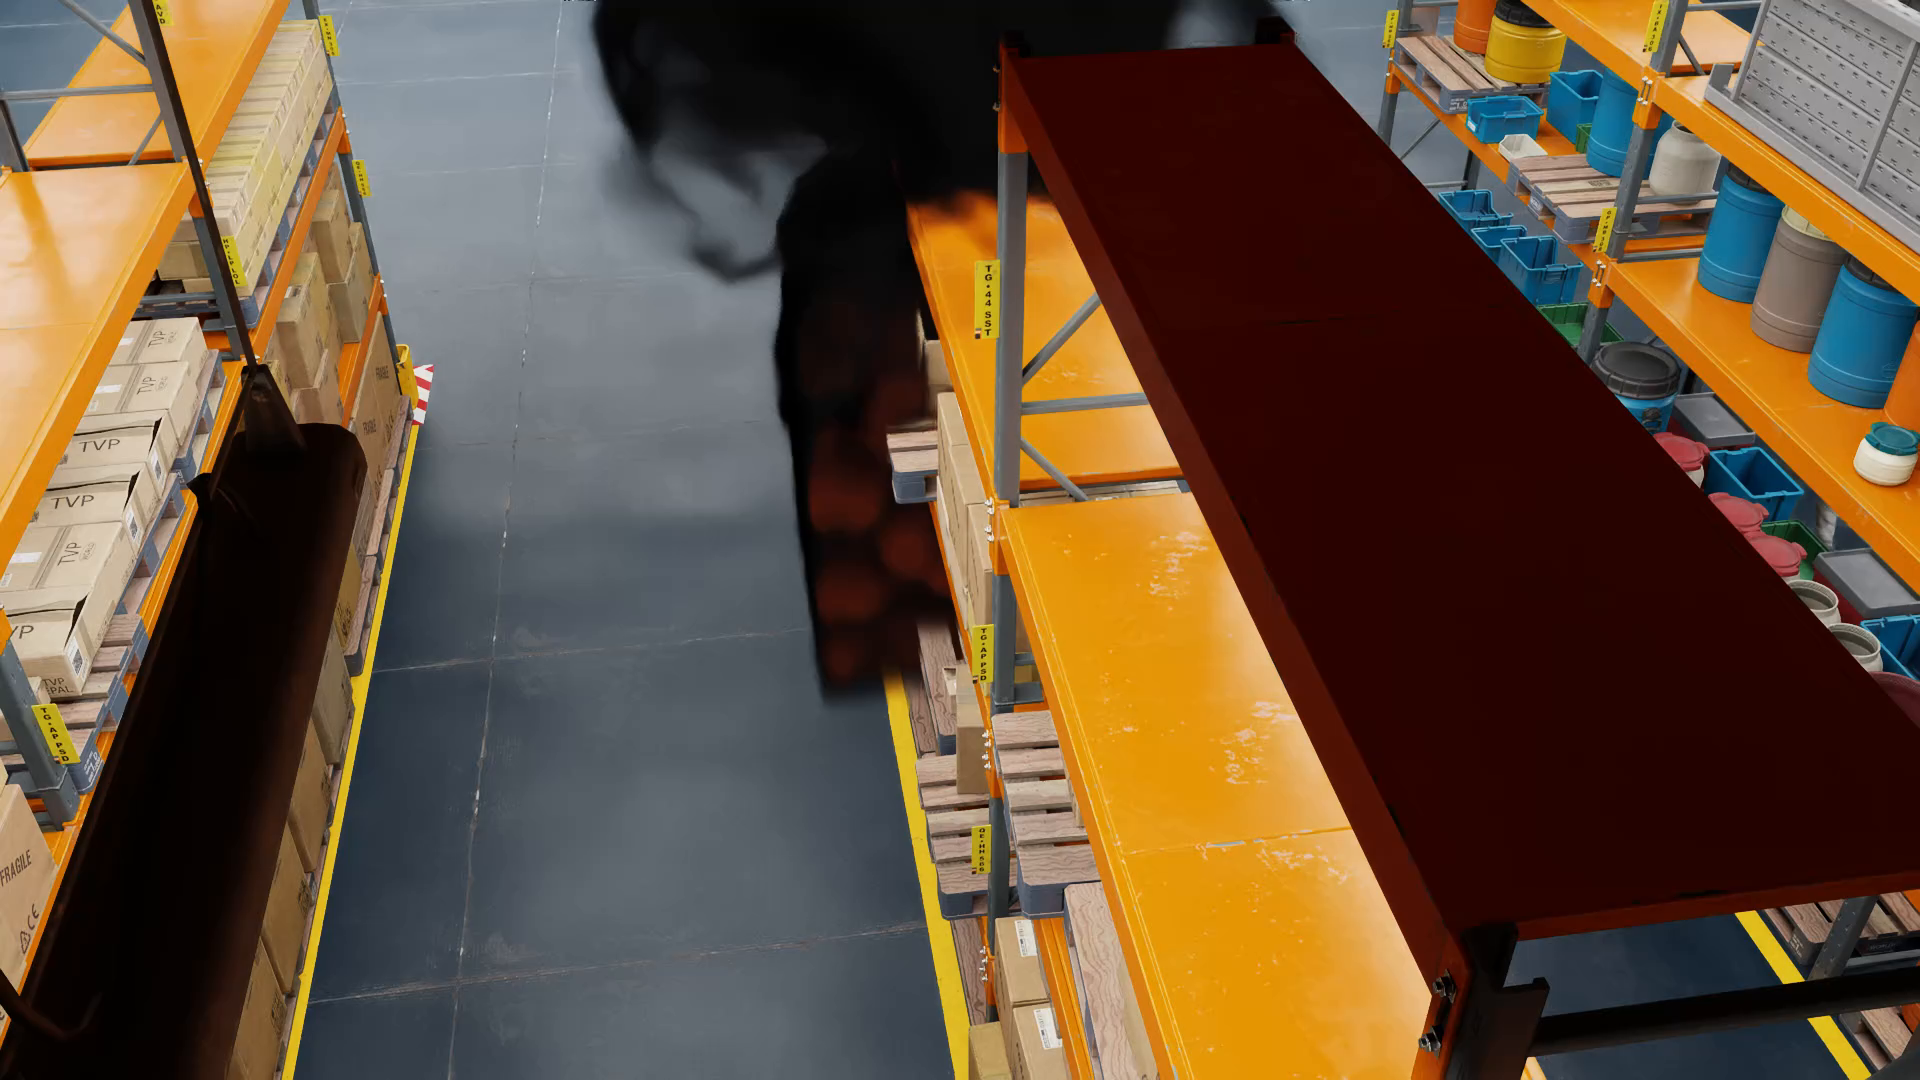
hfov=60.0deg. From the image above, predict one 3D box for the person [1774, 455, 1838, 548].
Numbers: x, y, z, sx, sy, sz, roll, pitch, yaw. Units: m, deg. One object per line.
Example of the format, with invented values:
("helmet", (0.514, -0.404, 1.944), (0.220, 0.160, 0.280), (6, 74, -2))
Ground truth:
("person", (6.452, -0.727, 12.539), (0.606, 1.710, 0.859), (-7, 37, -10))
